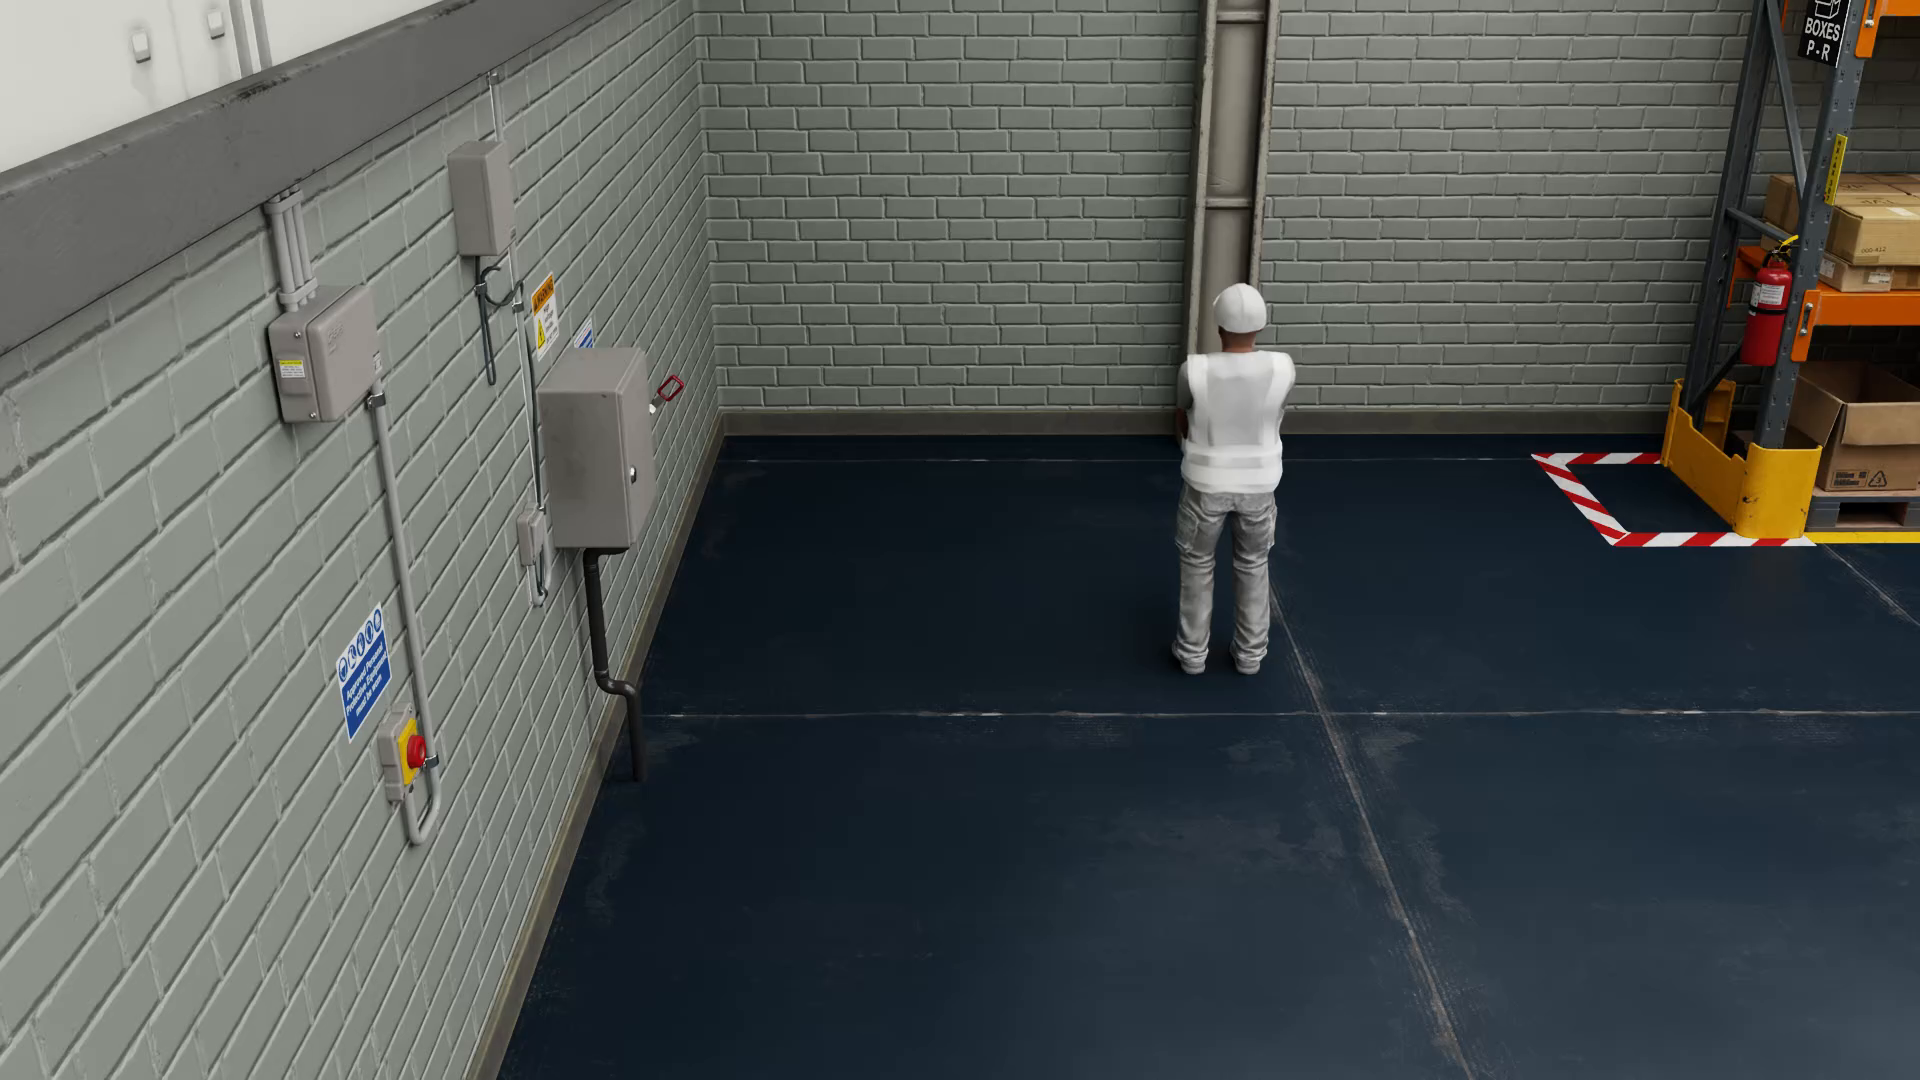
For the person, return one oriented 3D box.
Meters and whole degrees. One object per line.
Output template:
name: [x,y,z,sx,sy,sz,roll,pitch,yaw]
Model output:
person: [1.149,-0.289,7.237,0.487,1.778,0.584,0,24,0]
